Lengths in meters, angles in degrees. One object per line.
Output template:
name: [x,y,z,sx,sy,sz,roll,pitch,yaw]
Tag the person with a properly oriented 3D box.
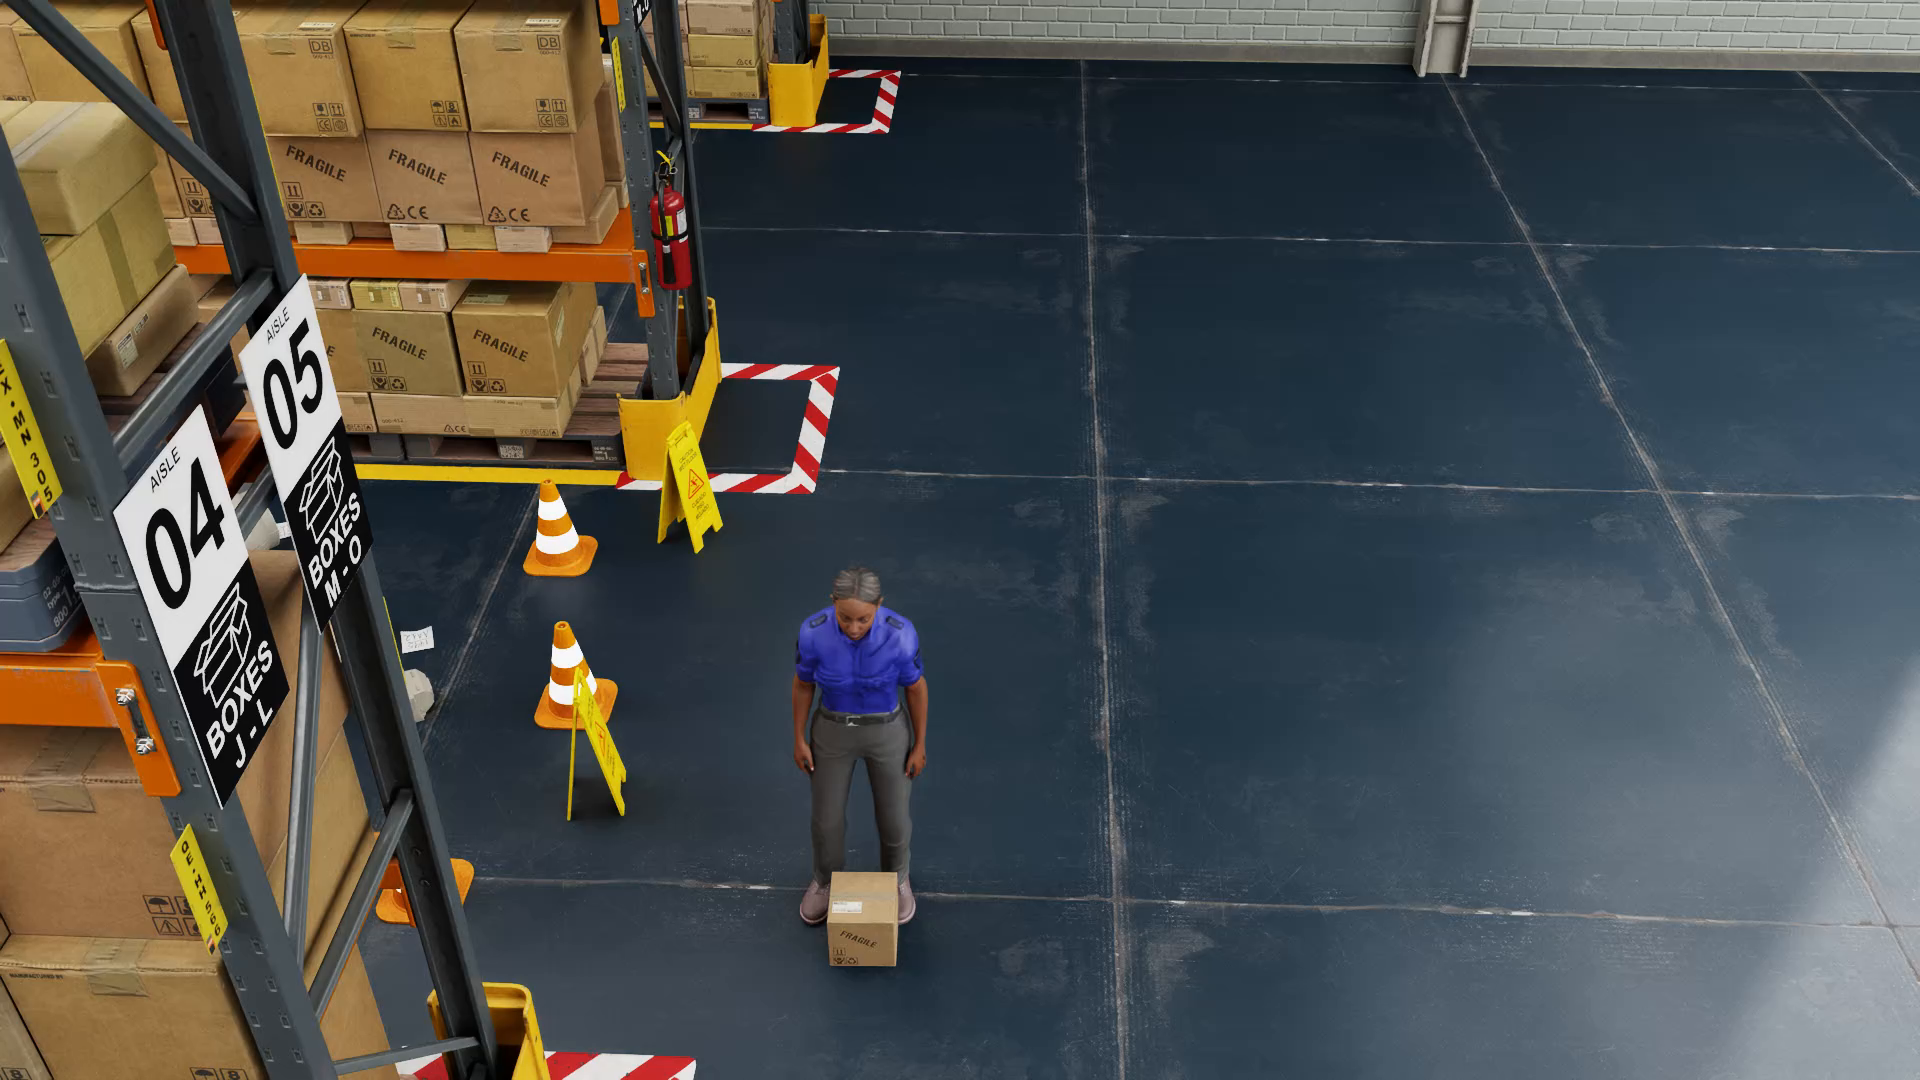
person: [-0.370,0.735,6.102,0.505,1.655,0.347,2,36,2]
